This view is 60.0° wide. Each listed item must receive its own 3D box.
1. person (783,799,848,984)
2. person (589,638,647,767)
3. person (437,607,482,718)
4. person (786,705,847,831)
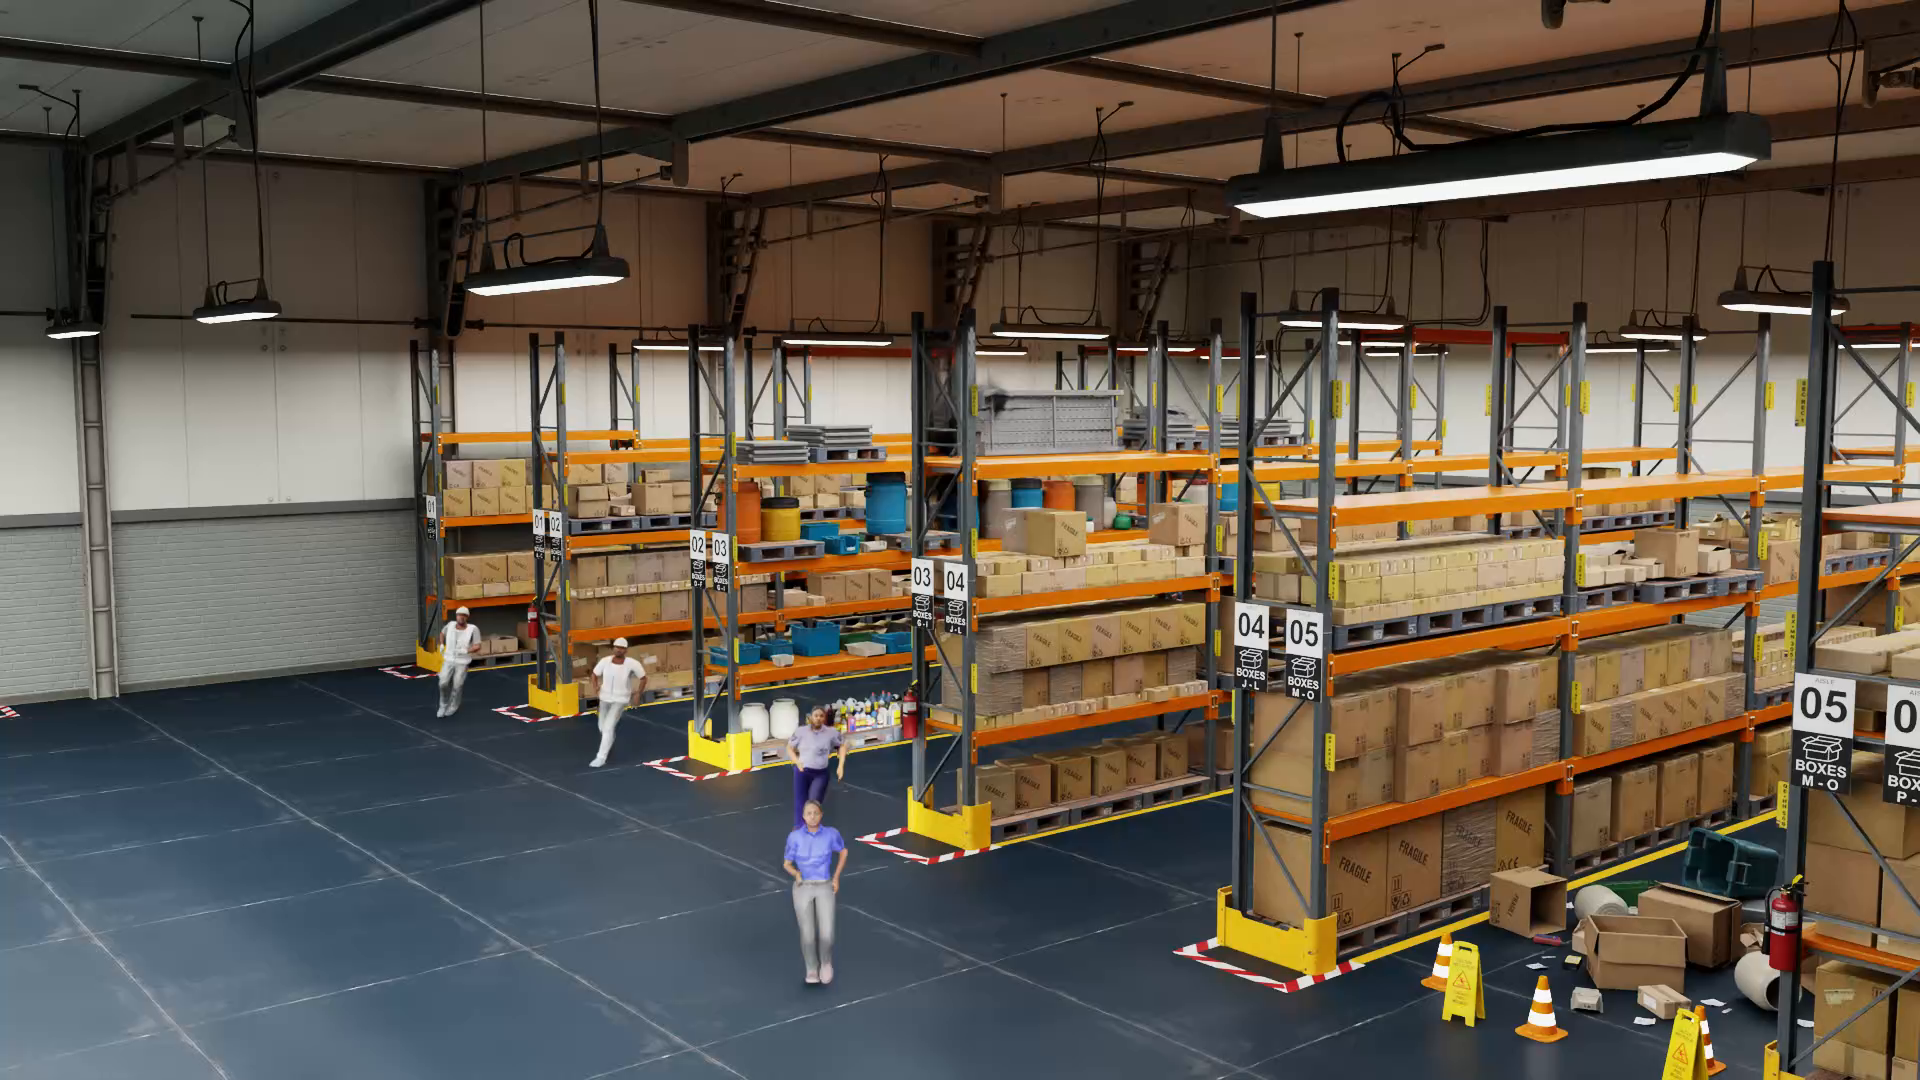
[{"bbox_3d":[-1.236,3.035,14.236,0.554,1.622,0.611,0,5,-4],"label":"person"},{"bbox_3d":[-4.712,2.193,22.784,0.765,1.724,0.915,1,5,10],"label":"person"},{"bbox_3d":[-7.810,1.896,25.924,0.717,1.741,0.626,0,5,-5],"label":"person"},{"bbox_3d":[-1.599,2.638,18.442,0.664,1.654,0.882,0,5,3],"label":"person"}]
